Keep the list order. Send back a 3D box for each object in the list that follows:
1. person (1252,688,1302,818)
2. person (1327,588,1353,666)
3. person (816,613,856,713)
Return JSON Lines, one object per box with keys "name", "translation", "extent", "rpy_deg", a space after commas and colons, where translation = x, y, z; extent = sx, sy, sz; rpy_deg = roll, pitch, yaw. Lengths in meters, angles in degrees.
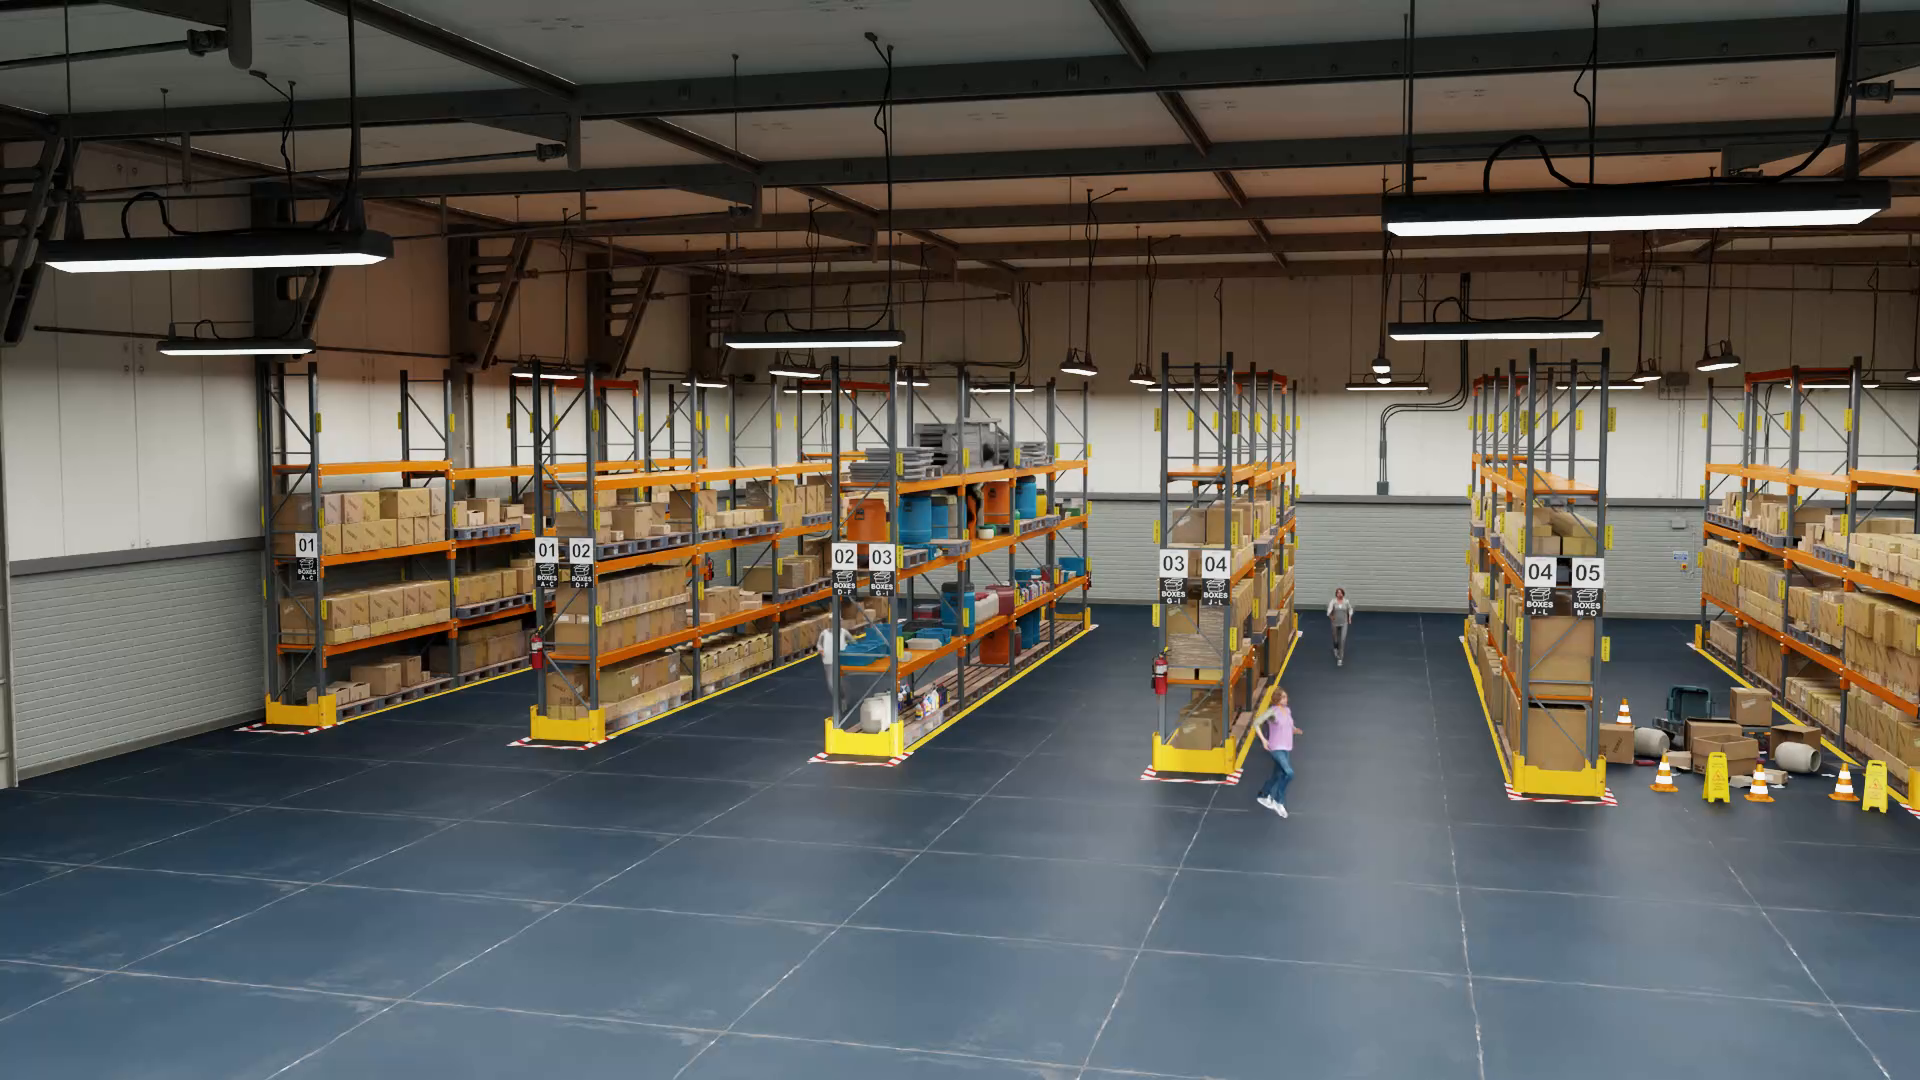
{"name": "person", "translation": [4.076, 2.721, 21.257], "extent": [0.695, 1.607, 0.506], "rpy_deg": [4, 6, 45]}
{"name": "person", "translation": [7.897, 1.783, 34.583], "extent": [0.546, 1.587, 0.813], "rpy_deg": [1, 4, 10]}
{"name": "person", "translation": [-2.162, 2.113, 28.602], "extent": [0.662, 1.745, 0.636], "rpy_deg": [1, 4, 11]}
